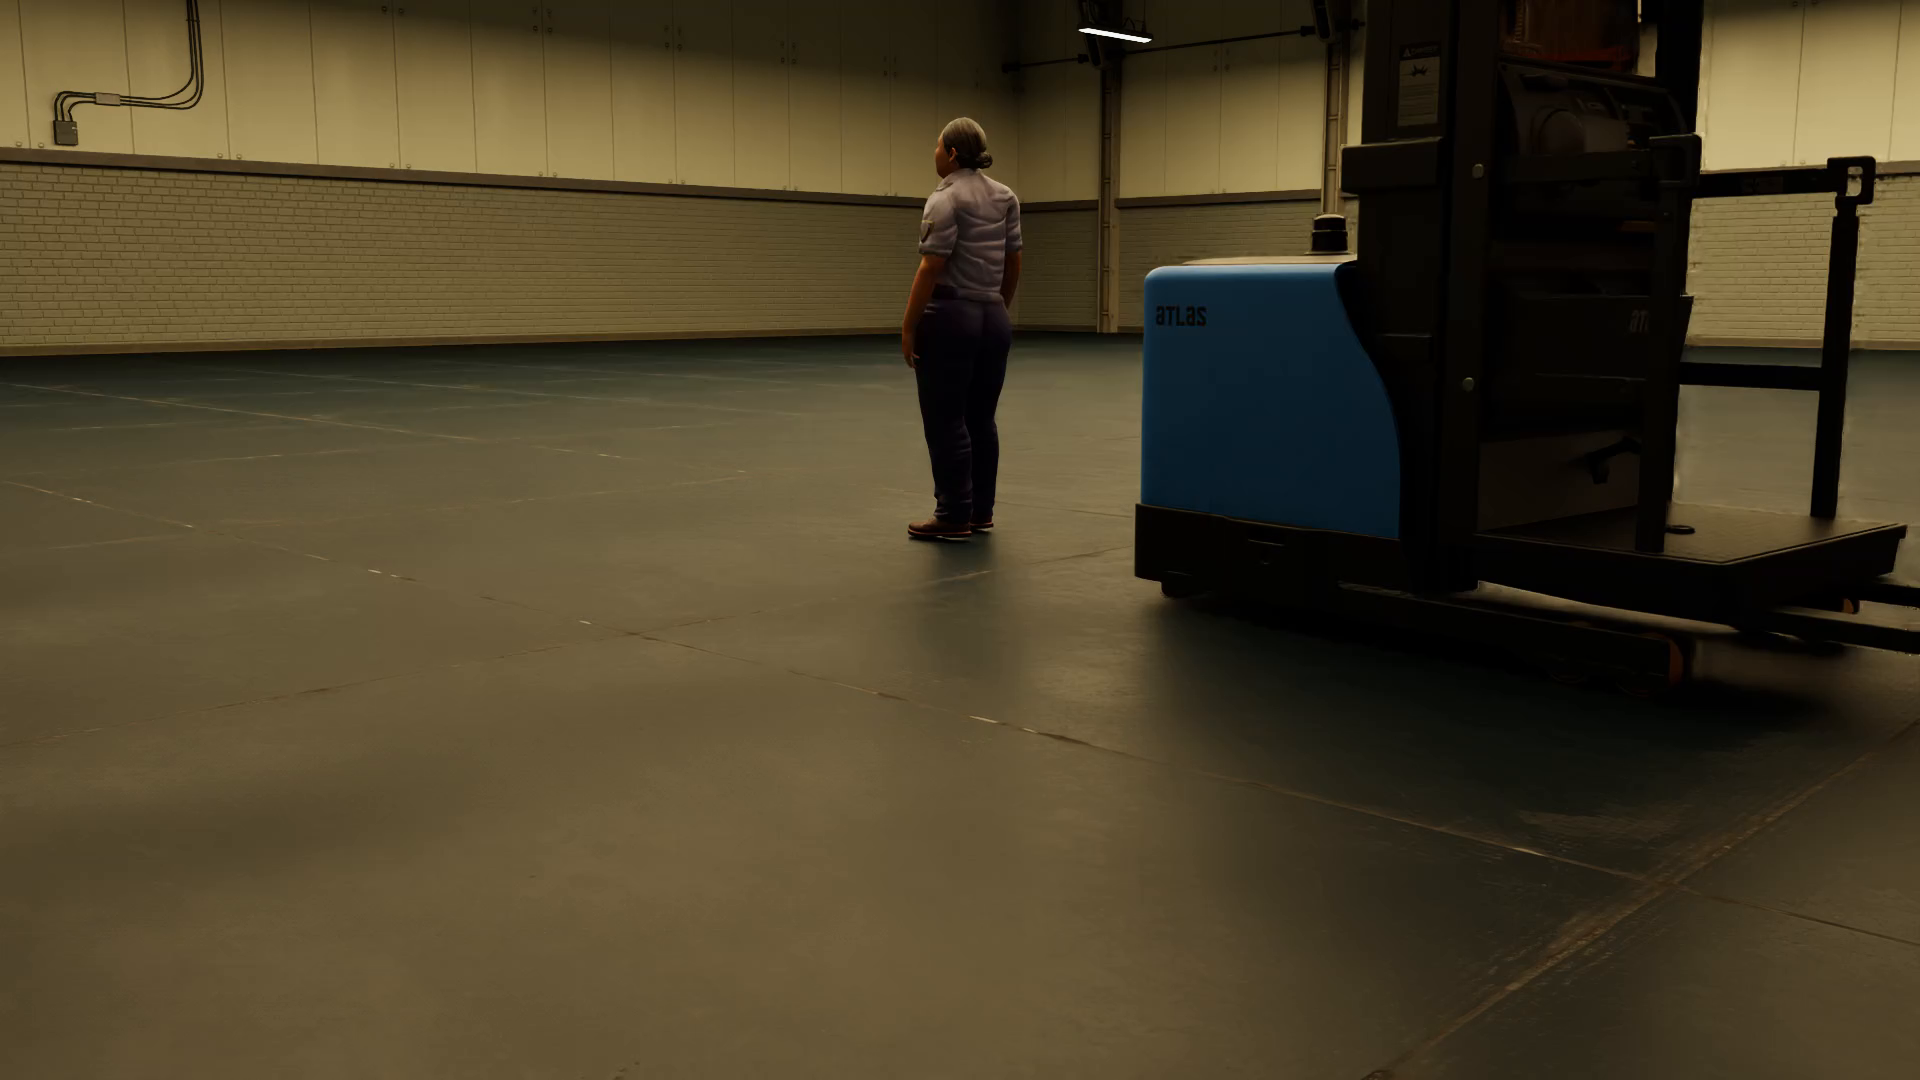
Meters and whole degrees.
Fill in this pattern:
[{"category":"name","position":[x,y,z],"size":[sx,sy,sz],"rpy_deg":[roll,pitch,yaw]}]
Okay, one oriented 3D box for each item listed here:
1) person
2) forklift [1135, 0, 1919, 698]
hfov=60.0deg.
[{"category":"person","position":[-0.049,-0.828,6.673],"size":[0.502,1.640,0.598],"rpy_deg":[8,12,43]},{"category":"forklift","position":[1.907,-1.141,4.453],"size":[1.130,2.935,3.031],"rpy_deg":[-7,11,-40]}]
